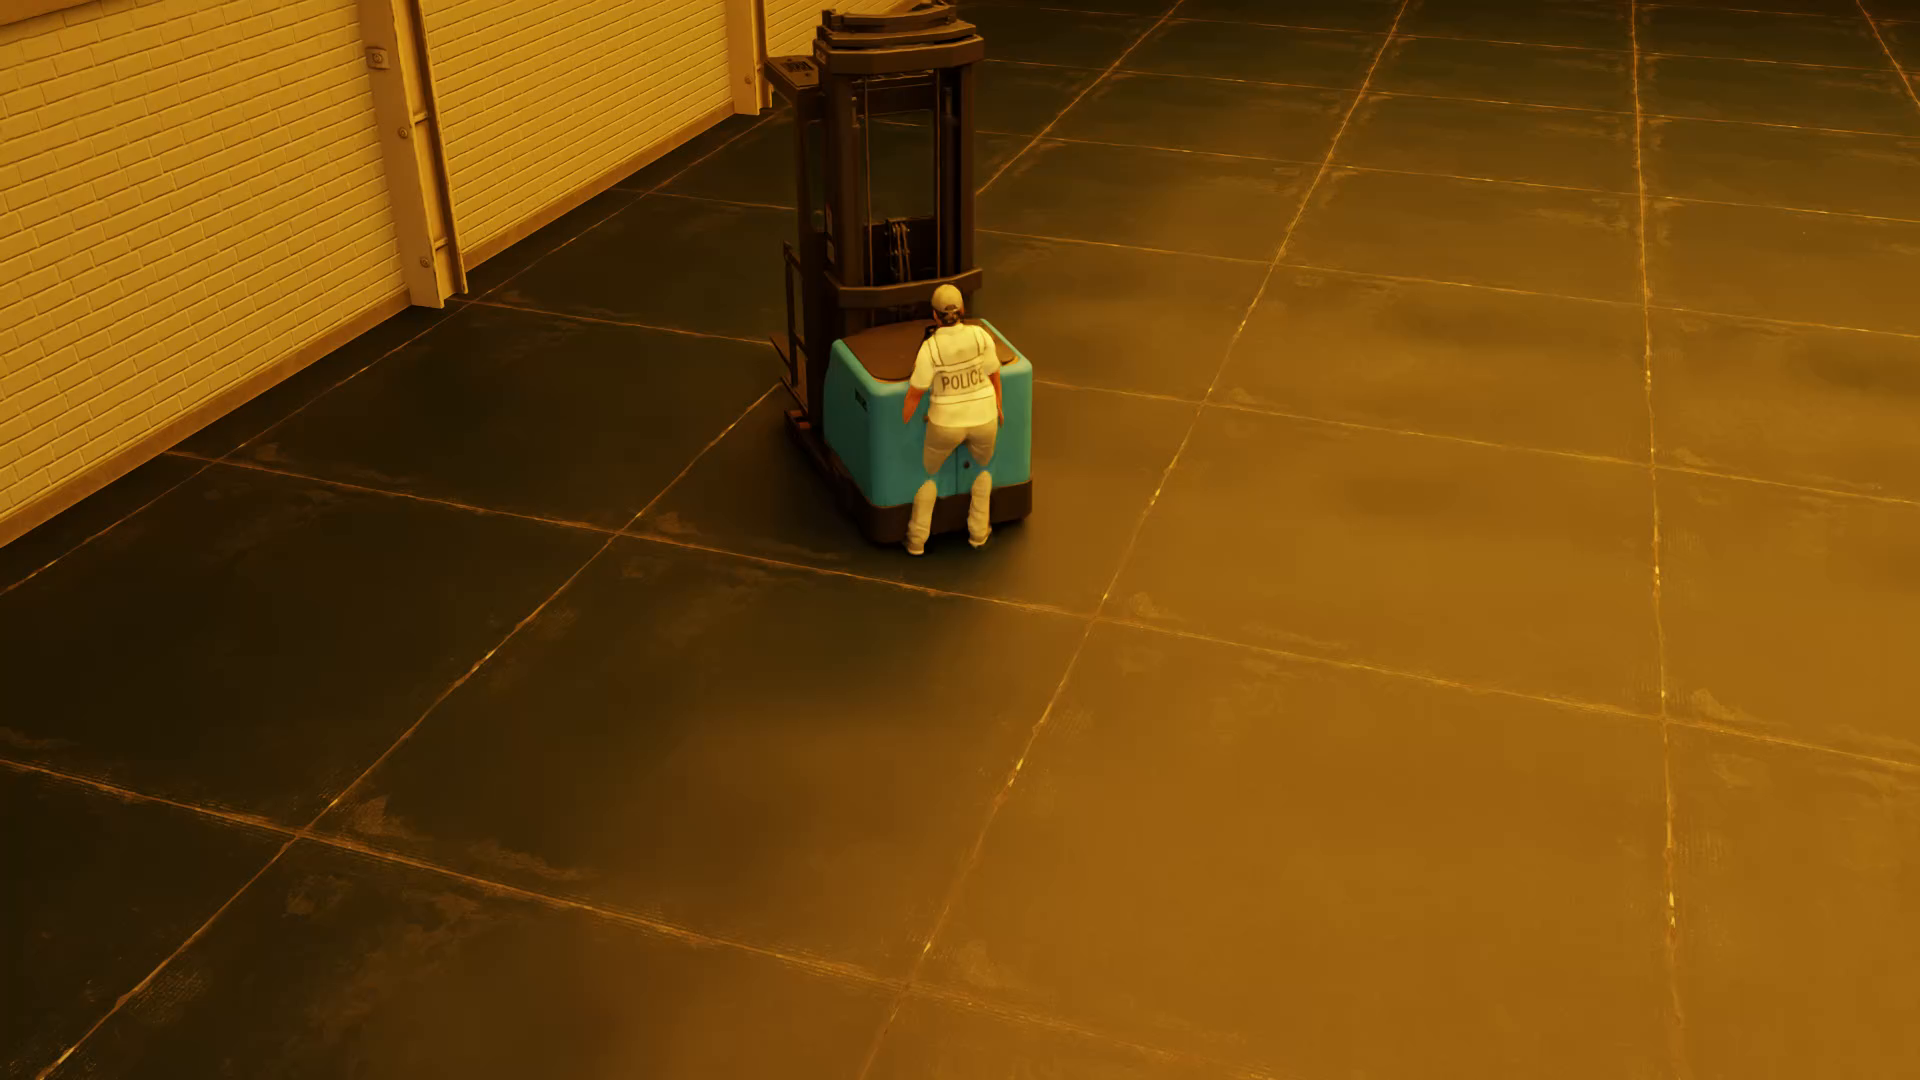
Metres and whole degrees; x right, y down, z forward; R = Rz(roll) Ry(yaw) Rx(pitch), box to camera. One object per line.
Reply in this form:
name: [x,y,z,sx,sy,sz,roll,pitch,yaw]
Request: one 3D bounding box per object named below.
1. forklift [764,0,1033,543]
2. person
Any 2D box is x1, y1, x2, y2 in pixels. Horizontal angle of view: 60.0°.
forklift: [-0.555,-1.970,10.593,1.130,2.935,3.031,-11,31,-18]
person: [-0.069,-0.699,9.711,0.694,1.634,0.411,-10,31,-17]
